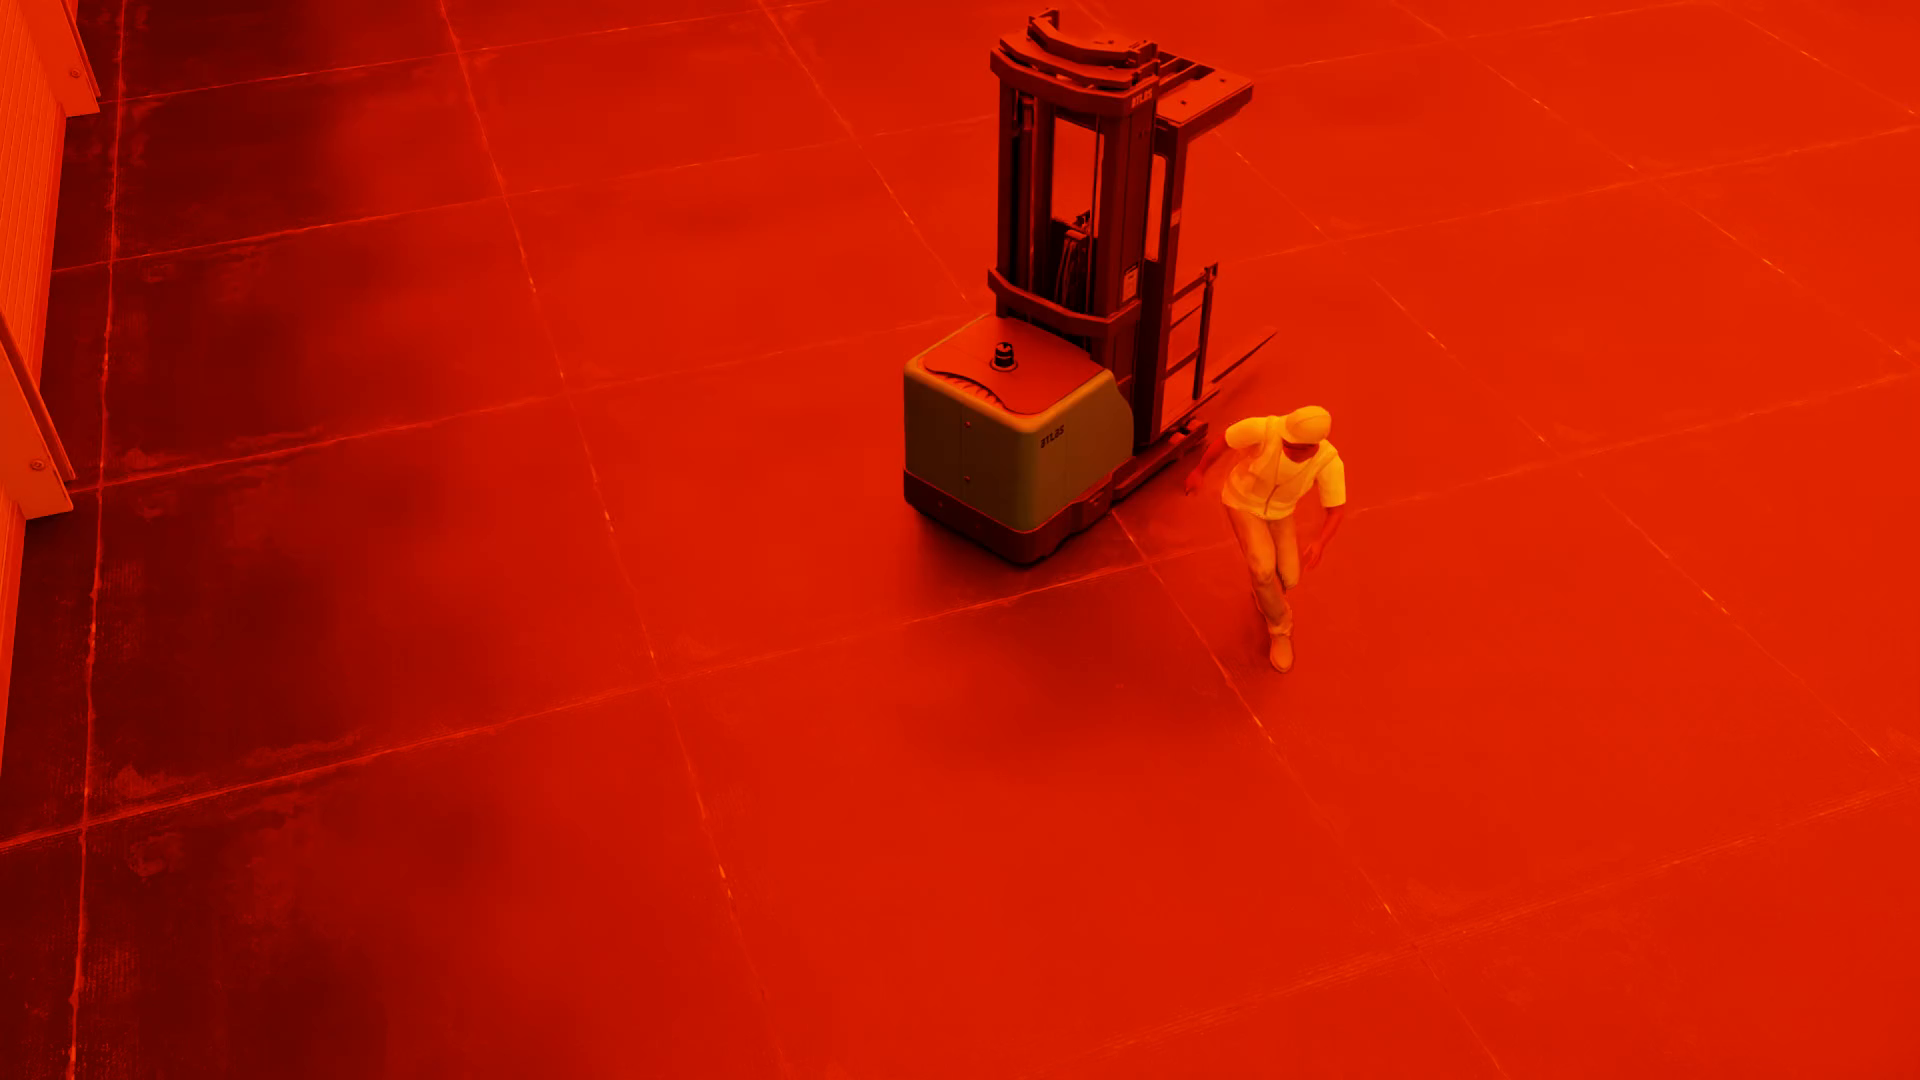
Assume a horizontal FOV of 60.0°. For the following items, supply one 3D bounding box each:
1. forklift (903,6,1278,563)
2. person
[{"bbox_3d":[0.994,-1.852,10.202,1.130,2.935,3.031,29,48,30],"label":"forklift"},{"bbox_3d":[1.689,-0.088,9.167,0.806,1.584,0.822,-3,40,-4],"label":"person"}]
